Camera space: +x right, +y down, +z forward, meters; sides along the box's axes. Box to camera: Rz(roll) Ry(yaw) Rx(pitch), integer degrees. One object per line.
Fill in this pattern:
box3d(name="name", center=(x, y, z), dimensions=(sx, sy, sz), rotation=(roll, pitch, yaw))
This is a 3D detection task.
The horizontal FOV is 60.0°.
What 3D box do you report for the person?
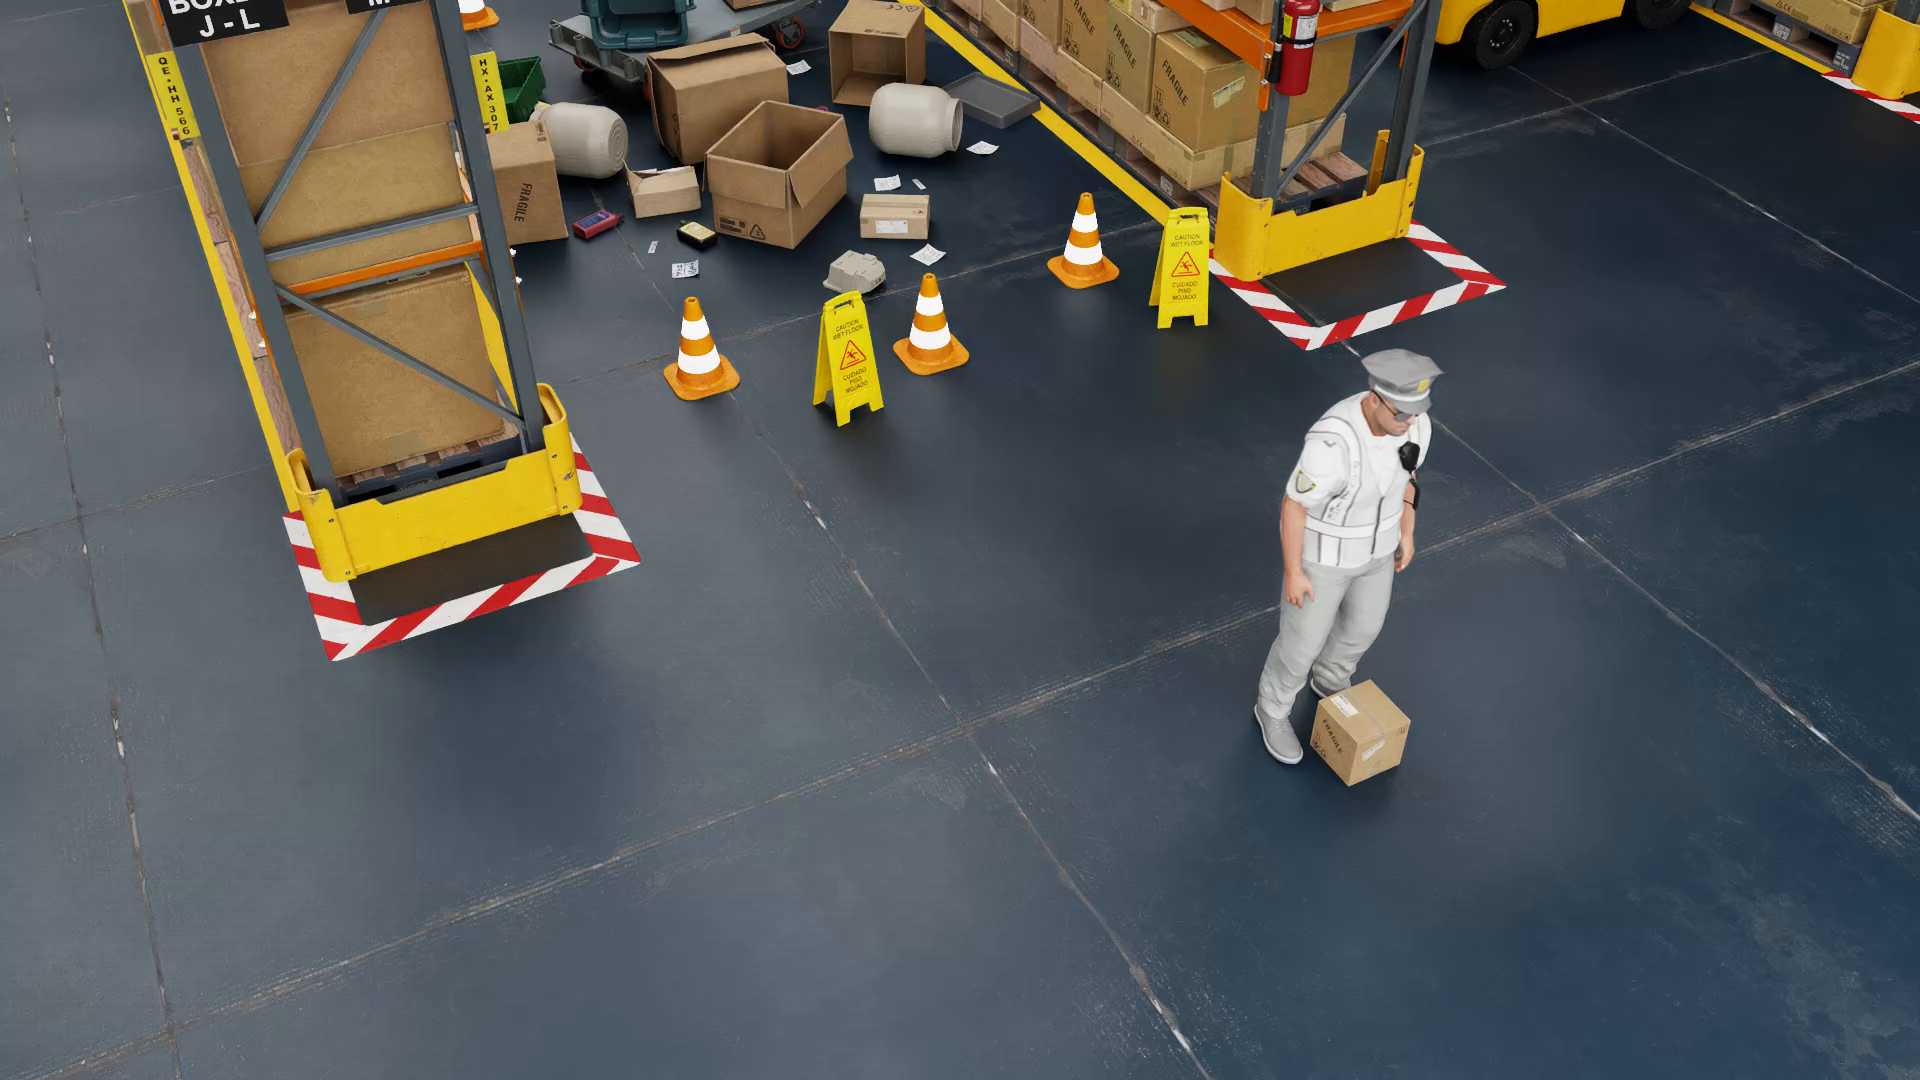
box3d(name="person", center=(1.413, 0.024, 6.124), dimensions=(0.585, 1.749, 0.434), rotation=(-19, 44, -20))
